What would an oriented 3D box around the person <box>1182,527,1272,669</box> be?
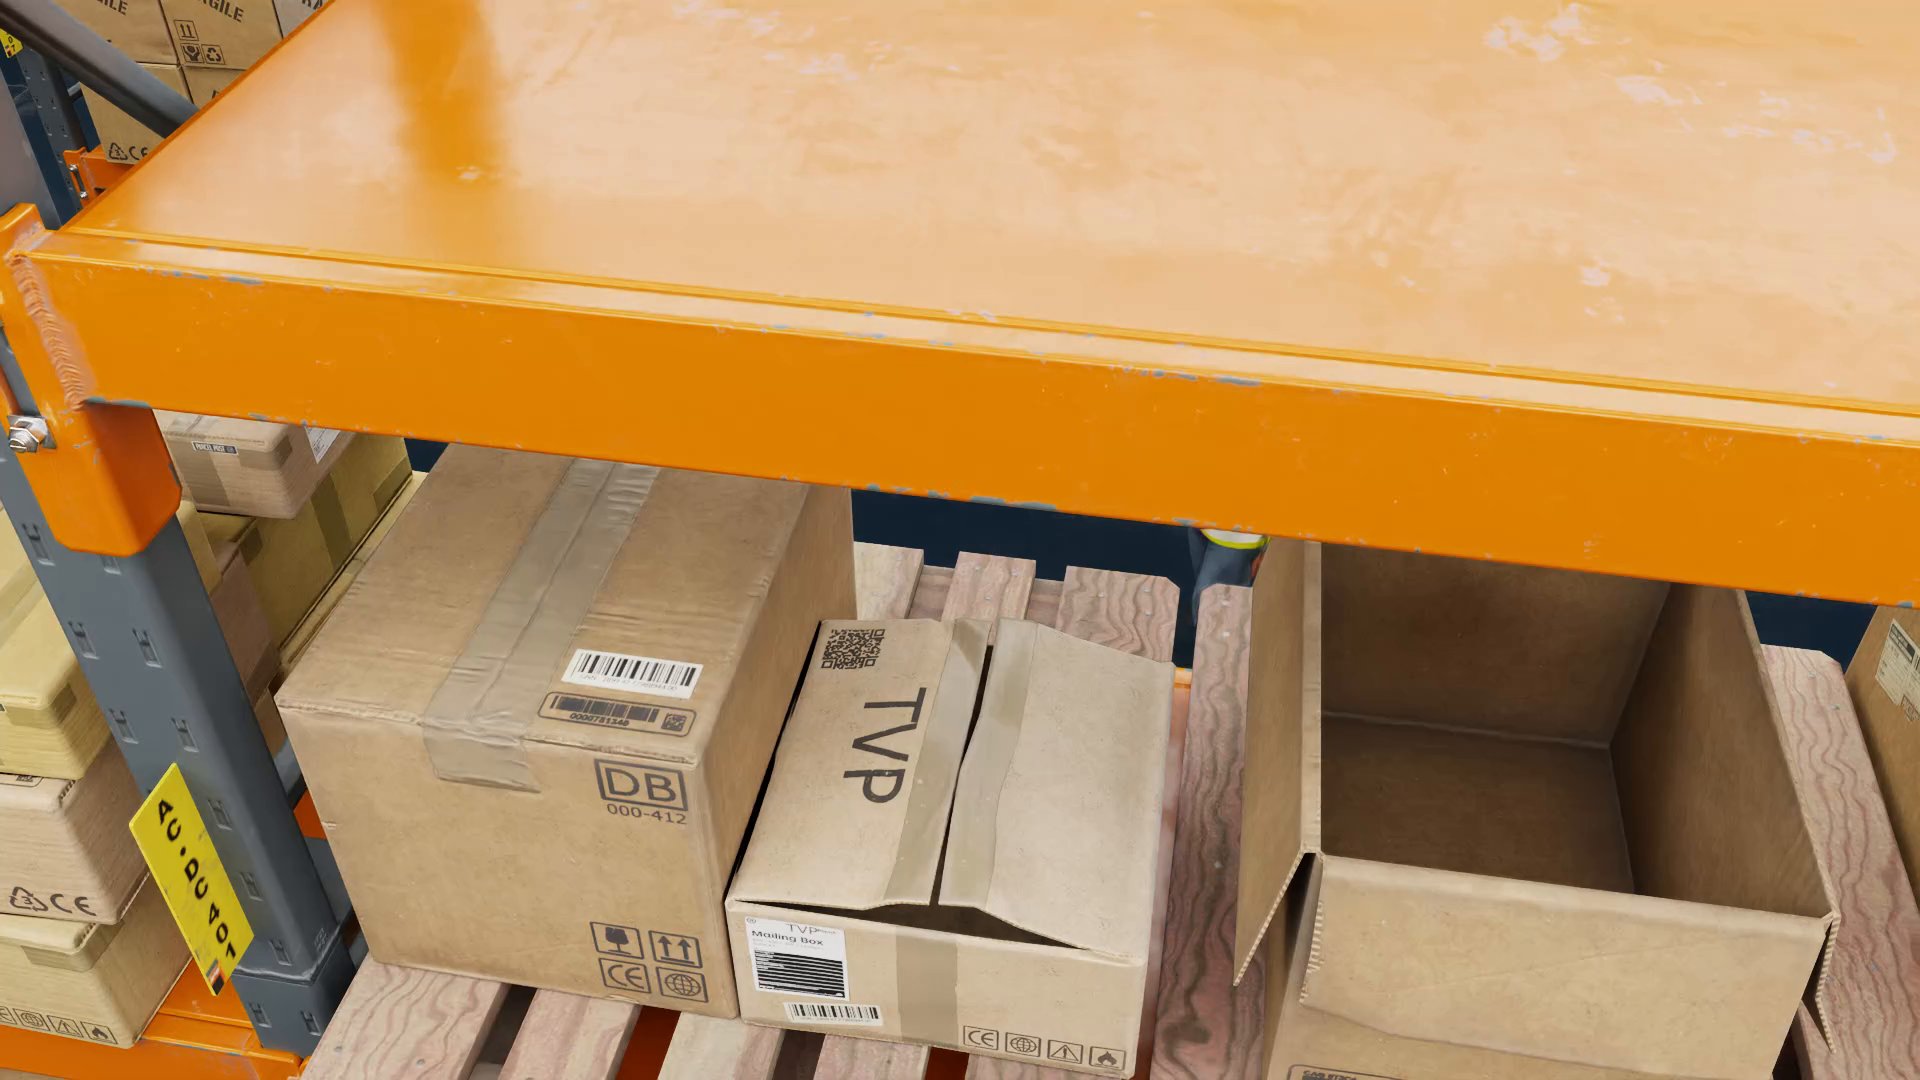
[{"bbox_3d":[1.039,-0.089,6.236,0.558,1.759,0.615,-12,42,-14],"label":"person"}]
